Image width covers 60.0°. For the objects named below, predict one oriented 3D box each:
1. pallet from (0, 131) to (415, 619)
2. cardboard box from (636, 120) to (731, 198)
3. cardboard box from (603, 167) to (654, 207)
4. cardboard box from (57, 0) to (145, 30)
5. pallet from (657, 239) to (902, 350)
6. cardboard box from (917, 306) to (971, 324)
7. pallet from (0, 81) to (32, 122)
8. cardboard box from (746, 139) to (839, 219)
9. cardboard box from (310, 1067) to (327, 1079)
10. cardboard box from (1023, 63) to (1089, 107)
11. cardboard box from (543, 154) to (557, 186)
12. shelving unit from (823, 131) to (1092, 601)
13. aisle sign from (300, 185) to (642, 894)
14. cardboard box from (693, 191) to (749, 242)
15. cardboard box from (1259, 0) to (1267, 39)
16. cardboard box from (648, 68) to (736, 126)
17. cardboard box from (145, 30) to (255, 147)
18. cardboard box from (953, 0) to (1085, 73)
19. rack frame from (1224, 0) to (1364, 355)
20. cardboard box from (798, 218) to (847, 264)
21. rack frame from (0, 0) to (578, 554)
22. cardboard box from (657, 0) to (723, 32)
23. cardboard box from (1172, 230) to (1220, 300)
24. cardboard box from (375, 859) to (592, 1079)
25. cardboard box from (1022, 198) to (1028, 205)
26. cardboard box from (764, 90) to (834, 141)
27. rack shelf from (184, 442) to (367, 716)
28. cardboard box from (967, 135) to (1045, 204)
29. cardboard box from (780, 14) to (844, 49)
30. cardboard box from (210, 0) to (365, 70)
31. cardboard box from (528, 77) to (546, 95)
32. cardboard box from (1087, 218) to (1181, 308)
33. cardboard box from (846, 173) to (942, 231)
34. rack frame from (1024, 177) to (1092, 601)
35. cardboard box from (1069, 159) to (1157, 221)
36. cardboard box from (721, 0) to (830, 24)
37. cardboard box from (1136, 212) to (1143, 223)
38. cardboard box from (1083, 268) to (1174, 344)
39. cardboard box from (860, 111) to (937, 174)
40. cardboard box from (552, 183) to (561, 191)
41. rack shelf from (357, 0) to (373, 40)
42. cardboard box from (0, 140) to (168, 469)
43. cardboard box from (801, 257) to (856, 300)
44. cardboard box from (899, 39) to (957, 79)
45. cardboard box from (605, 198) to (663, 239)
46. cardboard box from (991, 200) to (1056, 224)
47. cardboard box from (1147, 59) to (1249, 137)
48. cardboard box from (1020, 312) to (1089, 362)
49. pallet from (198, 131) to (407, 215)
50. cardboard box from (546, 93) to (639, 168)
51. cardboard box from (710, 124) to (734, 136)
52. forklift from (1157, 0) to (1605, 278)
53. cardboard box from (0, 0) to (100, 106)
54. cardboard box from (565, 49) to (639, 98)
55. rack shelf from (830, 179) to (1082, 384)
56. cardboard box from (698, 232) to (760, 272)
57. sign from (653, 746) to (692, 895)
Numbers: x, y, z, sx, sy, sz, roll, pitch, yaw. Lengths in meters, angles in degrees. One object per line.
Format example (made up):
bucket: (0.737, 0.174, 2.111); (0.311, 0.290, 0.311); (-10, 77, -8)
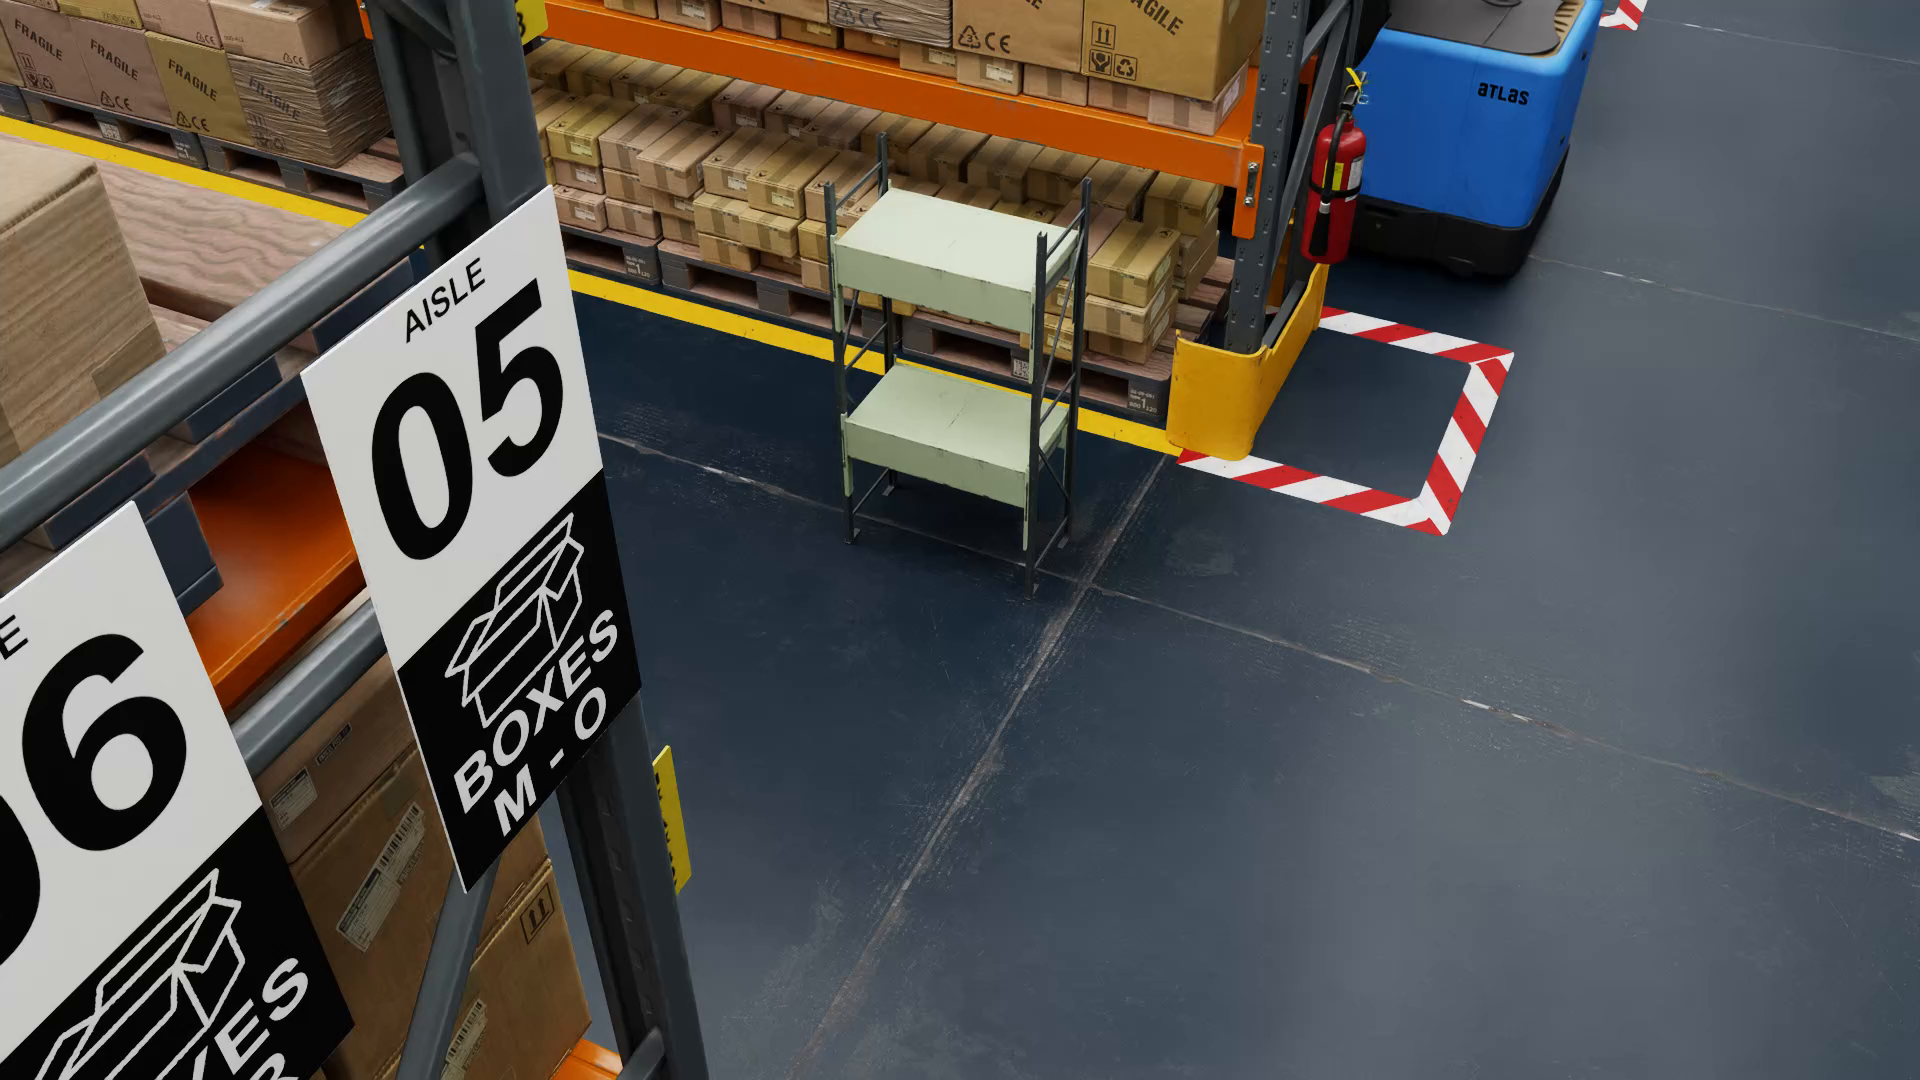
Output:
pallet: (-1.396, -0.139, 1.898); (1.213, 0.211, 1.003); (17, 44, 19)
cardboard box: (-1.202, -1.672, 7.290); (0.250, 0.149, 0.380); (18, 44, 20)
cardboard box: (-1.403, -1.678, 7.525); (0.250, 0.149, 0.380); (15, 43, 16)
cardboard box: (-4.070, -2.756, 8.155); (0.500, 0.250, 0.500); (15, 43, 17)
pallet: (-0.610, -1.358, 7.656); (1.213, 0.211, 1.003); (17, 44, 19)
cardboard box: (0.008, -1.106, 7.091); (0.250, 0.149, 0.380); (17, 44, 19)
pallet: (-5.261, -2.751, 9.262); (1.213, 0.211, 1.003); (17, 44, 19)
cardboard box: (-0.713, -1.554, 7.154); (0.250, 0.149, 0.380); (17, 44, 19)
cardboard box: (-1.257, 0.752, 2.252); (0.500, 0.500, 0.500); (18, 44, 20)
cardboard box: (0.424, -1.785, 6.211); (0.250, 0.149, 0.380); (17, 44, 18)
cardboard box: (-1.883, -1.801, 7.666); (0.250, 0.149, 0.380); (17, 44, 19)
shelving unit: (-0.006, -0.569, 5.761); (0.755, 1.500, 0.431); (17, 44, 19)
aisle sign: (-0.532, 0.025, 1.946); (0.004, 0.787, 0.394); (17, 44, 19)
cardboard box: (-0.962, -1.480, 7.297); (0.250, 0.149, 0.380); (17, 44, 18)
cardboard box: (0.992, -2.245, 6.246); (0.500, 0.500, 0.500); (19, 44, 21)
cardboard box: (-1.232, -2.046, 7.722); (0.250, 0.149, 0.380); (18, 44, 20)
cardboard box: (-3.585, -2.326, 8.231); (0.500, 0.500, 0.500); (16, 43, 18)
cardboard box: (0.301, -2.074, 6.049); (0.500, 0.500, 0.500); (16, 44, 18)
rack frame: (1.282, -1.806, 6.044); (0.127, 3.000, 1.000); (17, 44, 19)
cardboard box: (-0.488, -1.337, 7.132); (0.250, 0.149, 0.380); (19, 44, 21)
rack frame: (-0.720, -1.107, 0.657); (0.127, 3.000, 1.000); (17, 44, 19)
cardboard box: (-1.011, -2.210, 6.702); (0.250, 0.149, 0.380); (19, 44, 20)
cardboard box: (0.942, -1.223, 7.226); (0.250, 0.149, 0.380); (18, 44, 19)
cardboard box: (-1.033, 0.819, 2.939); (0.500, 0.500, 0.500); (17, 44, 18)
cardboard box: (0.245, -1.557, 7.386); (0.250, 0.149, 0.380); (18, 44, 20)
cardboard box: (-0.698, -1.958, 7.621); (0.250, 0.149, 0.380); (16, 43, 17)
rack shelf: (-2.532, -0.256, 2.514); (4.000, 0.370, 1.077); (17, 44, 19)
cardboard box: (0.216, -1.629, 7.242); (0.250, 0.149, 0.380); (15, 43, 17)
cardboard box: (-0.511, -2.107, 6.582); (0.250, 0.149, 0.380); (18, 44, 19)
cardboard box: (-3.125, -2.468, 7.822); (0.500, 0.250, 0.500); (16, 43, 18)
cardboard box: (-2.119, -2.002, 7.671); (0.250, 0.149, 0.380); (19, 44, 20)
cardboard box: (0.695, -1.109, 6.641); (0.250, 0.149, 0.380); (17, 44, 19)
cardboard box: (-0.272, -1.359, 6.930); (0.250, 0.149, 0.380); (19, 44, 20)
rack frame: (0.326, -0.467, 5.644); (0.023, 1.500, 0.400); (17, 44, 19)
cardboard box: (0.650, -1.464, 7.051); (0.250, 0.149, 0.380); (18, 44, 19)
cardboard box: (-0.610, -2.353, 6.371); (0.500, 0.500, 0.500); (19, 44, 21)
cardboard box: (0.691, -1.407, 7.212); (0.250, 0.149, 0.380); (17, 44, 18)
cardboard box: (0.683, -0.977, 6.716); (0.250, 0.149, 0.380); (16, 43, 18)
cardboard box: (-0.251, -1.812, 7.452); (0.250, 0.149, 0.380); (18, 44, 19)
cardboard box: (-1.908, -1.630, 7.696); (0.250, 0.149, 0.380); (18, 44, 20)
rack shelf: (-4.156, -3.196, 8.196); (4.000, 0.370, 1.077); (17, 44, 19)
cardboard box: (-1.166, -0.185, 1.600); (0.500, 0.250, 0.500); (13, 43, 15)
cardboard box: (-0.489, -1.227, 7.231); (0.250, 0.149, 0.380); (18, 44, 19)
cardboard box: (-0.044, -1.933, 6.381); (0.250, 0.149, 0.380); (15, 43, 17)
cardboard box: (-1.410, -1.551, 7.606); (0.250, 0.149, 0.380); (16, 43, 18)
cardboard box: (0.203, -1.209, 6.756); (0.250, 0.149, 0.380); (16, 43, 18)
cardboard box: (0.867, -1.634, 6.037); (0.250, 0.149, 0.380); (17, 44, 19)
cardboard box: (0.441, -0.921, 6.878); (0.250, 0.149, 0.380); (18, 44, 20)
pallet: (-3.049, -2.075, 8.483); (1.213, 0.211, 1.003); (17, 44, 19)
cardboard box: (-1.644, -1.849, 7.495); (0.250, 0.149, 0.380); (16, 44, 18)
cardboard box: (-0.998, -1.891, 7.771); (0.250, 0.149, 0.380); (18, 44, 20)
forklift: (1.384, -2.978, 7.448); (3.031, 2.935, 1.130); (18, 44, 20)
cardboard box: (-4.511, -2.612, 8.561); (0.500, 0.500, 0.500); (16, 43, 18)
cardboard box: (-1.662, -2.229, 7.933); (0.250, 0.149, 0.380); (18, 44, 19)
rack shelf: (-0.006, -0.863, 5.505); (0.720, 0.370, 0.431); (17, 44, 19)
cardboard box: (-0.956, -1.369, 7.395); (0.250, 0.149, 0.380); (16, 43, 17)
sign: (-0.480, 0.475, 2.690); (0.005, 0.325, 0.100); (17, 44, 19)
